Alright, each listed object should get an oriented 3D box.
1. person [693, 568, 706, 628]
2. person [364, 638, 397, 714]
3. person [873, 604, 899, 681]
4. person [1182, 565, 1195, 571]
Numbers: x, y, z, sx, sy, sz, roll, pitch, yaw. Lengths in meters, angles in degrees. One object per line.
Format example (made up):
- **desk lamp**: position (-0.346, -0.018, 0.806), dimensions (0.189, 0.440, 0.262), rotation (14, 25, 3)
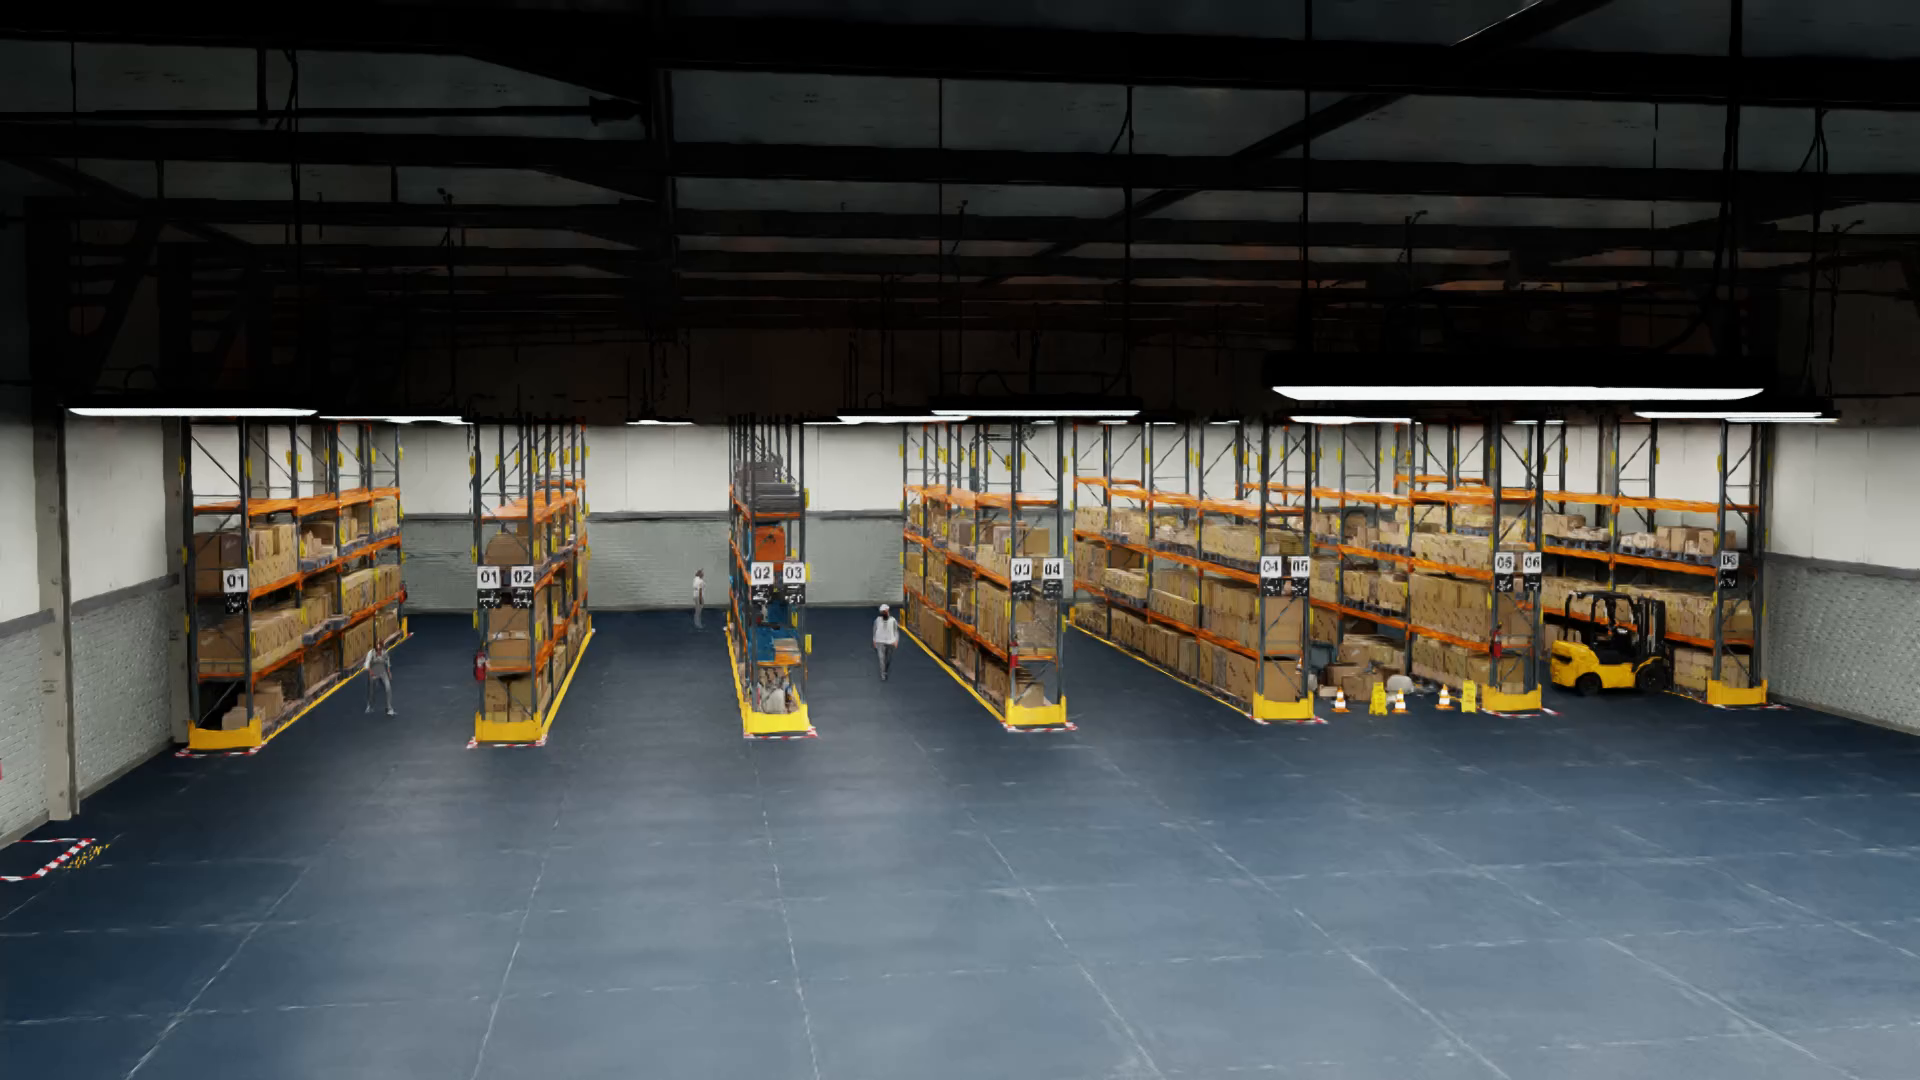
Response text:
- **person**: position (-7.421, 1.653, 47.409), dimensions (0.376, 1.678, 0.492), rotation (-1, 4, -19)
- **person**: position (-11.597, 2.693, 33.136), dimensions (0.547, 1.524, 0.788), rotation (-2, 4, -27)
- **person**: position (-1.675, 2.297, 37.746), dimensions (0.555, 1.725, 1.029), rotation (-1, 4, -10)
- **person**: position (7.151, 1.350, 51.931), dimensions (0.559, 1.656, 0.441), rotation (4, 5, 43)
